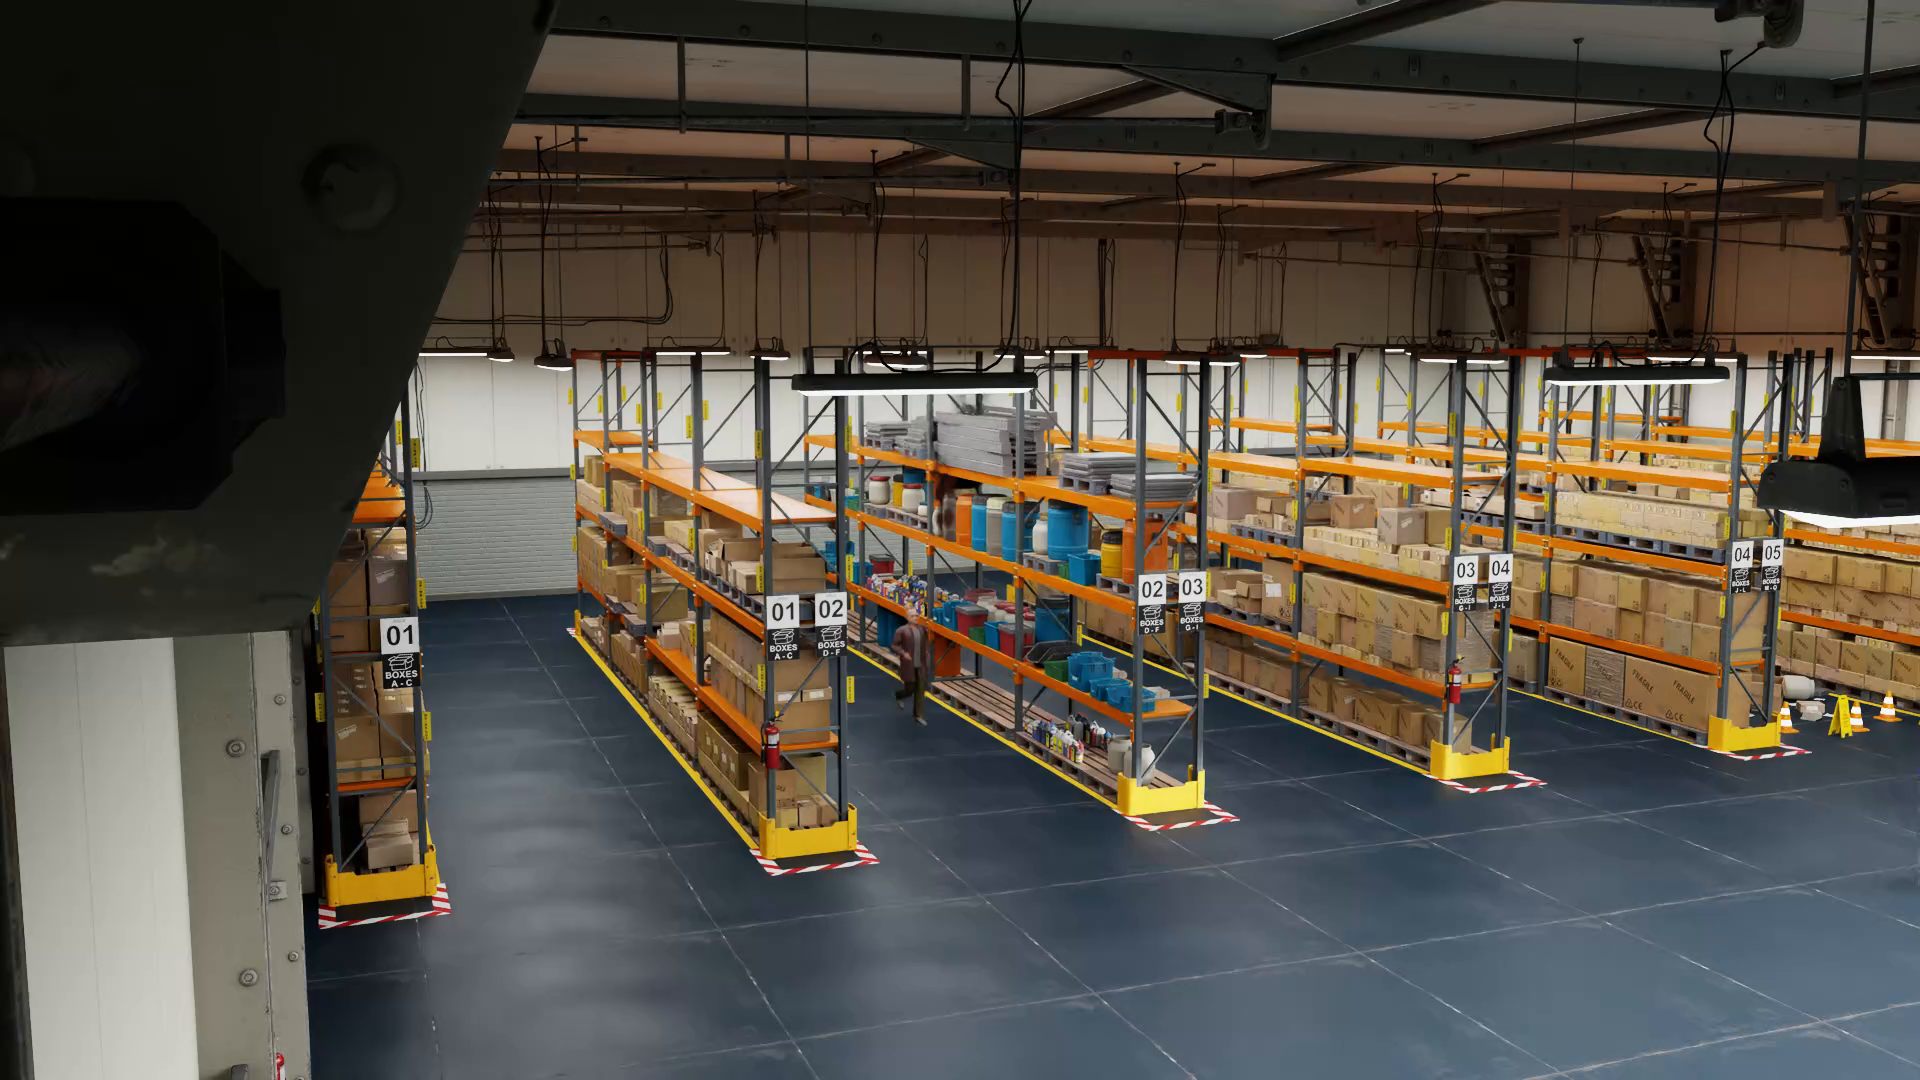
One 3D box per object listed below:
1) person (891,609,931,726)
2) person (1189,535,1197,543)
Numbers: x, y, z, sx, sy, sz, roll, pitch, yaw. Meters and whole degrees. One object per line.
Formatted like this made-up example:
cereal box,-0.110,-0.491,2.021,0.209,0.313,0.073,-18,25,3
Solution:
person,-0.741,1.954,25.924,0.711,1.780,0.923,-4,8,-27
person,5.952,0.328,41.433,0.676,1.752,0.679,-4,8,-30
